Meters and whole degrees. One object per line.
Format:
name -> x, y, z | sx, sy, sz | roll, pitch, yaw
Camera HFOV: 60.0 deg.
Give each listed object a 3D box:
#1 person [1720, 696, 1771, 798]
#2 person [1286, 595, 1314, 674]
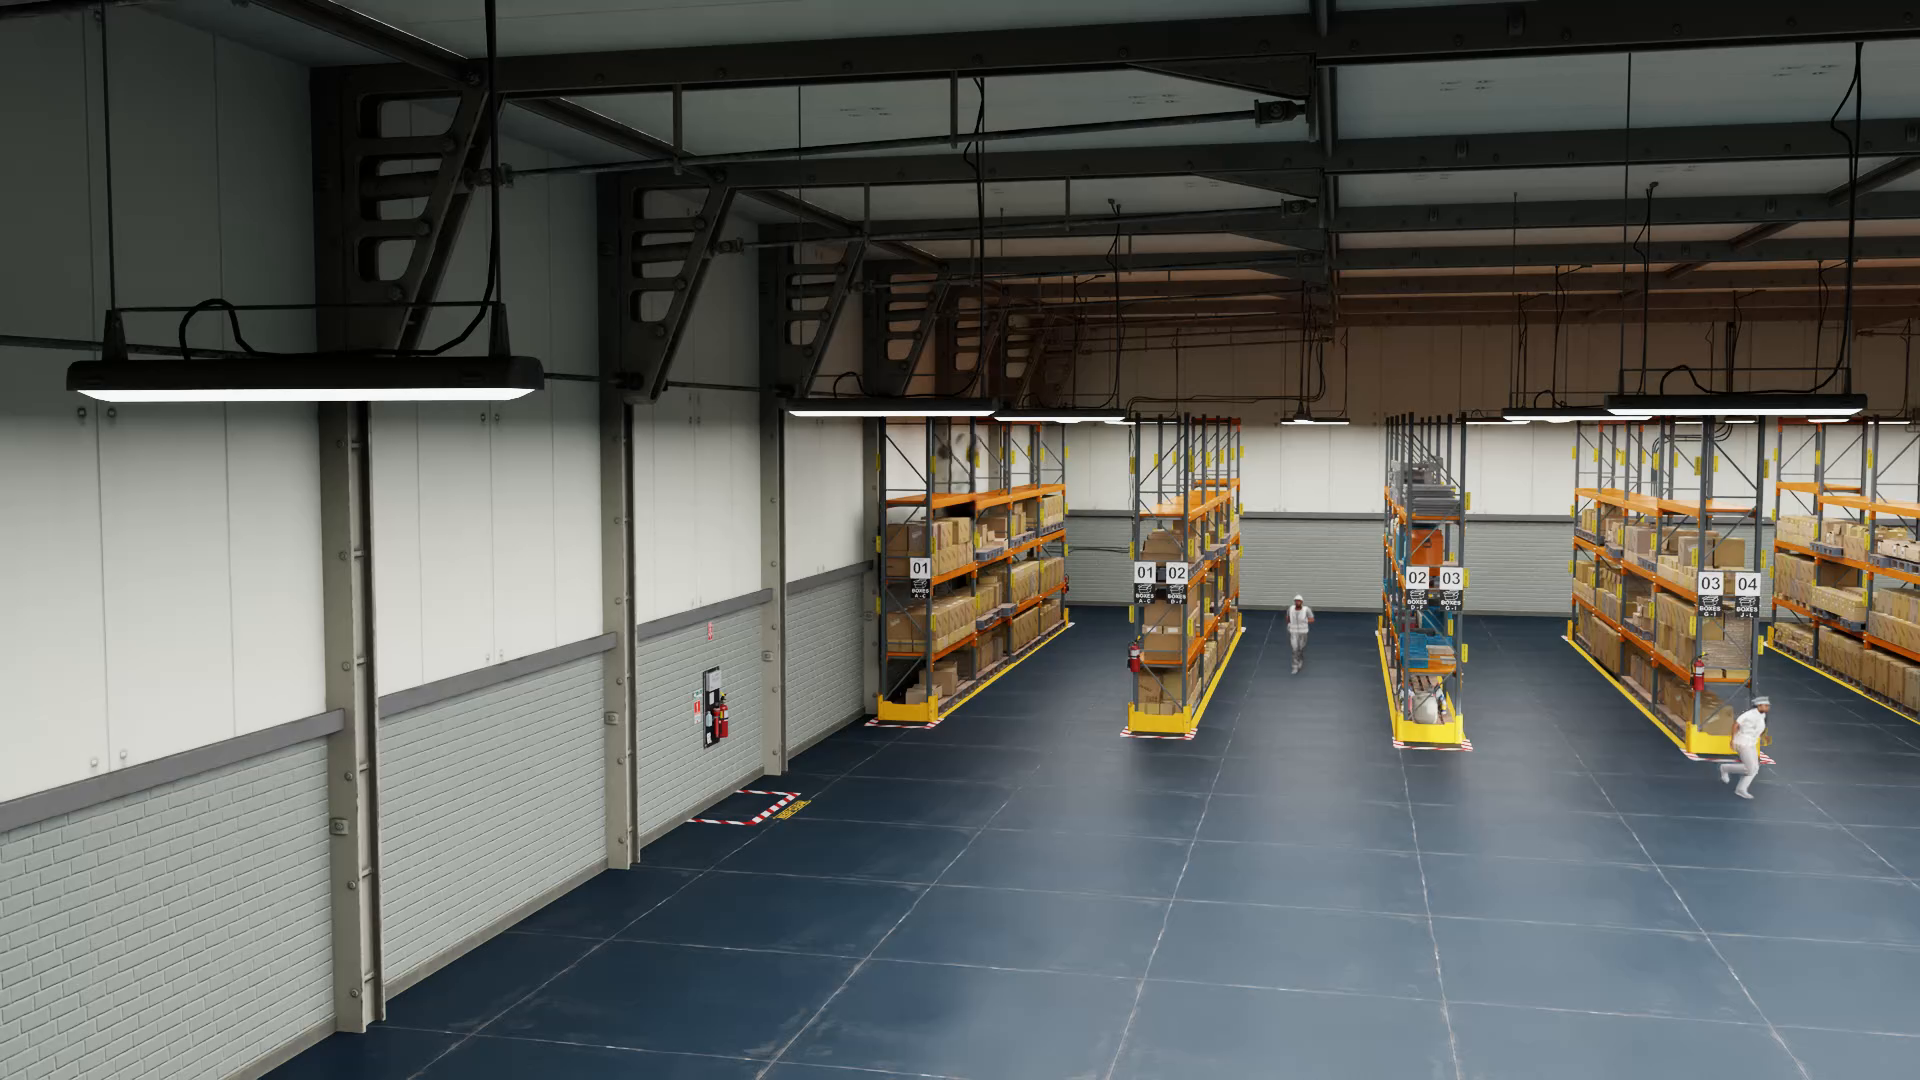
person -> 12.199, 3.193, 25.822 | 0.565, 1.620, 0.708 | -4, 5, -45
person -> 7.965, 2.196, 38.950 | 0.655, 1.826, 0.882 | 1, 4, 14
